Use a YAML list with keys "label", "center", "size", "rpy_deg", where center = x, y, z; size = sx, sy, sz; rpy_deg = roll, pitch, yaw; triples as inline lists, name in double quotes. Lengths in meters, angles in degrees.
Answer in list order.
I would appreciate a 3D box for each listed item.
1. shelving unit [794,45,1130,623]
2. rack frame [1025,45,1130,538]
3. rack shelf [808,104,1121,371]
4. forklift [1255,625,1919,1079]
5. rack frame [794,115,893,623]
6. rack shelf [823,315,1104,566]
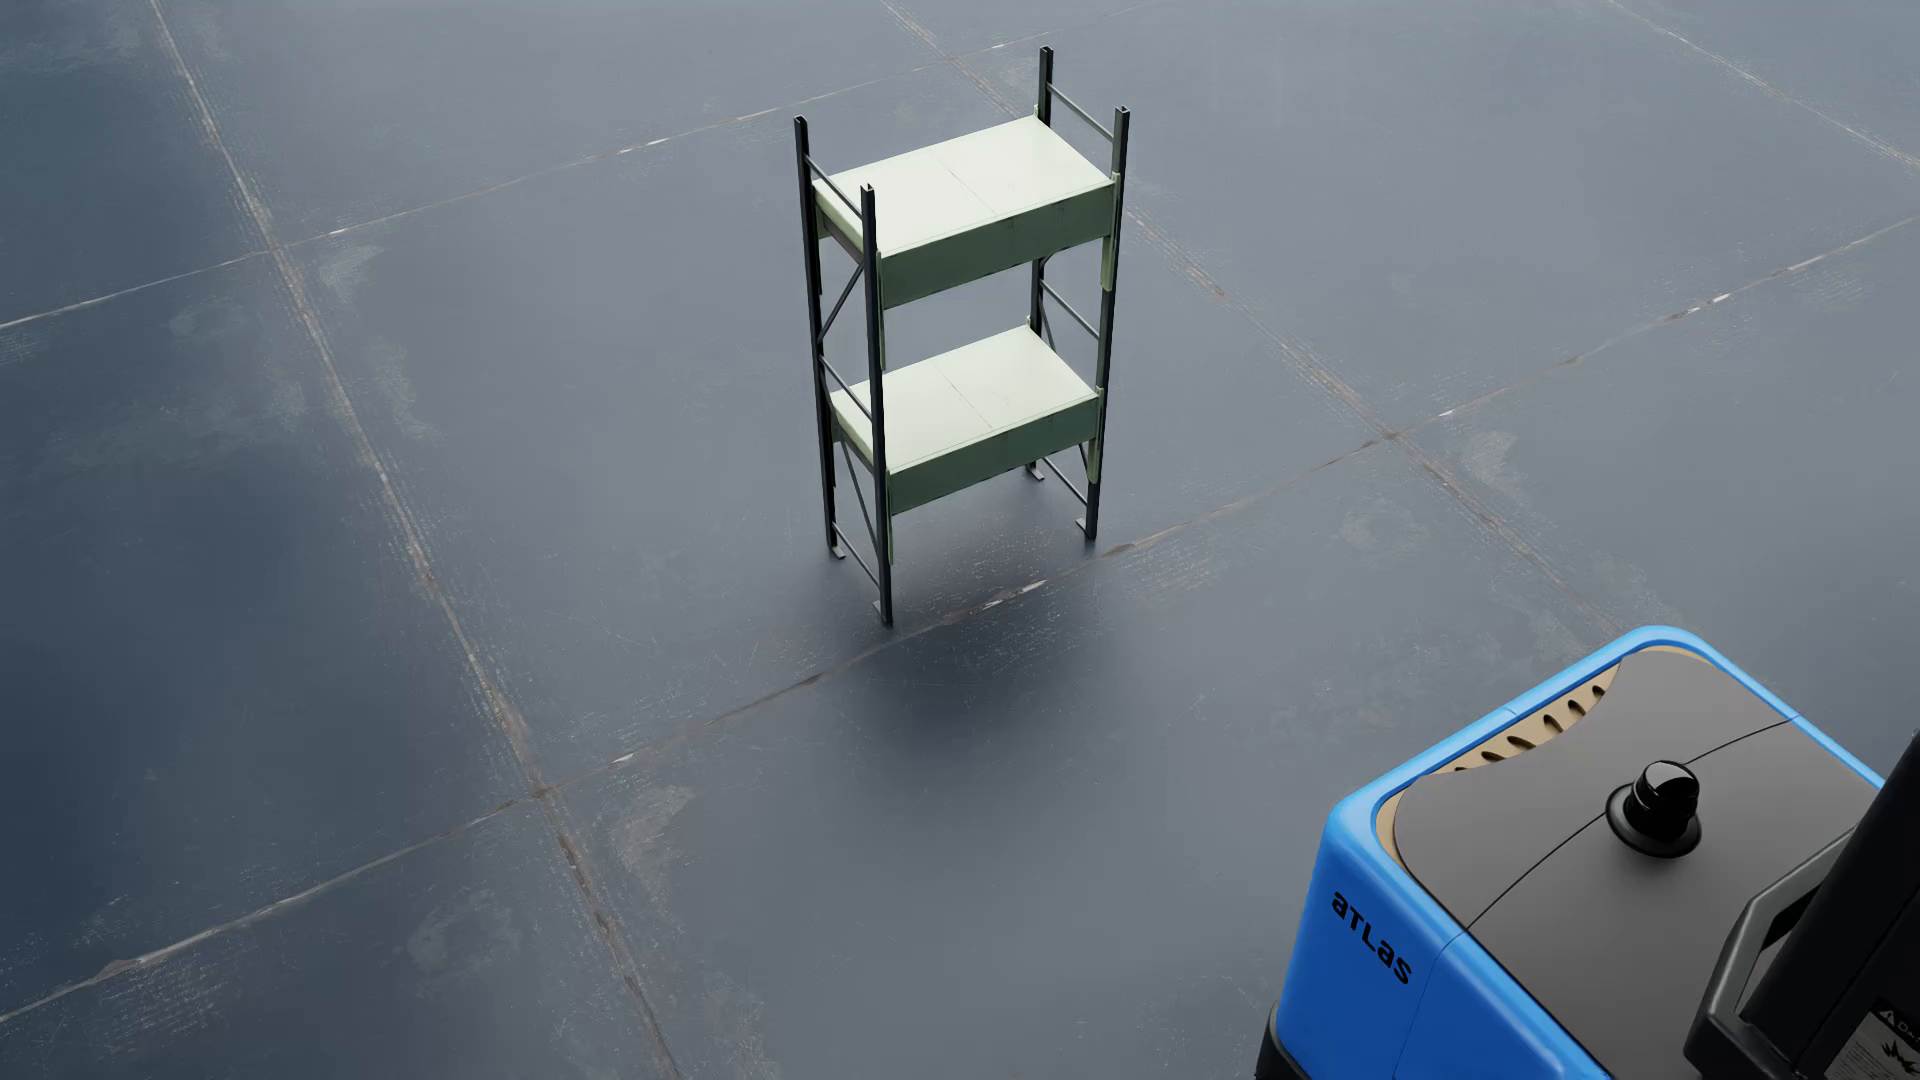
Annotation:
- label: "shelving unit"
  center: [0.006, -0.541, 4.730]
  size: [0.755, 1.500, 0.431]
  rpy_deg: [-22, 48, -21]
- label: "rack frame"
  center: [0.323, -0.668, 4.861]
  size: [0.023, 1.500, 0.400]
  rpy_deg: [-22, 48, -21]
- label: "rack shelf"
  center: [0.006, -0.821, 4.458]
  size: [0.720, 0.370, 0.431]
  rpy_deg: [-22, 48, -21]
- label: "forklift"
  center: [1.905, 0.921, 2.196]
  size: [1.130, 2.935, 3.031]
  rpy_deg: [-24, 49, -23]
- label: "rack frame"
  center: [-0.312, -0.414, 4.599]
  size: [0.023, 1.500, 0.400]
  rpy_deg: [-22, 48, -21]
- label: "rack shelf"
  center: [0.006, -0.307, 4.957]
  size: [0.720, 0.370, 0.431]
  rpy_deg: [-22, 48, -21]
